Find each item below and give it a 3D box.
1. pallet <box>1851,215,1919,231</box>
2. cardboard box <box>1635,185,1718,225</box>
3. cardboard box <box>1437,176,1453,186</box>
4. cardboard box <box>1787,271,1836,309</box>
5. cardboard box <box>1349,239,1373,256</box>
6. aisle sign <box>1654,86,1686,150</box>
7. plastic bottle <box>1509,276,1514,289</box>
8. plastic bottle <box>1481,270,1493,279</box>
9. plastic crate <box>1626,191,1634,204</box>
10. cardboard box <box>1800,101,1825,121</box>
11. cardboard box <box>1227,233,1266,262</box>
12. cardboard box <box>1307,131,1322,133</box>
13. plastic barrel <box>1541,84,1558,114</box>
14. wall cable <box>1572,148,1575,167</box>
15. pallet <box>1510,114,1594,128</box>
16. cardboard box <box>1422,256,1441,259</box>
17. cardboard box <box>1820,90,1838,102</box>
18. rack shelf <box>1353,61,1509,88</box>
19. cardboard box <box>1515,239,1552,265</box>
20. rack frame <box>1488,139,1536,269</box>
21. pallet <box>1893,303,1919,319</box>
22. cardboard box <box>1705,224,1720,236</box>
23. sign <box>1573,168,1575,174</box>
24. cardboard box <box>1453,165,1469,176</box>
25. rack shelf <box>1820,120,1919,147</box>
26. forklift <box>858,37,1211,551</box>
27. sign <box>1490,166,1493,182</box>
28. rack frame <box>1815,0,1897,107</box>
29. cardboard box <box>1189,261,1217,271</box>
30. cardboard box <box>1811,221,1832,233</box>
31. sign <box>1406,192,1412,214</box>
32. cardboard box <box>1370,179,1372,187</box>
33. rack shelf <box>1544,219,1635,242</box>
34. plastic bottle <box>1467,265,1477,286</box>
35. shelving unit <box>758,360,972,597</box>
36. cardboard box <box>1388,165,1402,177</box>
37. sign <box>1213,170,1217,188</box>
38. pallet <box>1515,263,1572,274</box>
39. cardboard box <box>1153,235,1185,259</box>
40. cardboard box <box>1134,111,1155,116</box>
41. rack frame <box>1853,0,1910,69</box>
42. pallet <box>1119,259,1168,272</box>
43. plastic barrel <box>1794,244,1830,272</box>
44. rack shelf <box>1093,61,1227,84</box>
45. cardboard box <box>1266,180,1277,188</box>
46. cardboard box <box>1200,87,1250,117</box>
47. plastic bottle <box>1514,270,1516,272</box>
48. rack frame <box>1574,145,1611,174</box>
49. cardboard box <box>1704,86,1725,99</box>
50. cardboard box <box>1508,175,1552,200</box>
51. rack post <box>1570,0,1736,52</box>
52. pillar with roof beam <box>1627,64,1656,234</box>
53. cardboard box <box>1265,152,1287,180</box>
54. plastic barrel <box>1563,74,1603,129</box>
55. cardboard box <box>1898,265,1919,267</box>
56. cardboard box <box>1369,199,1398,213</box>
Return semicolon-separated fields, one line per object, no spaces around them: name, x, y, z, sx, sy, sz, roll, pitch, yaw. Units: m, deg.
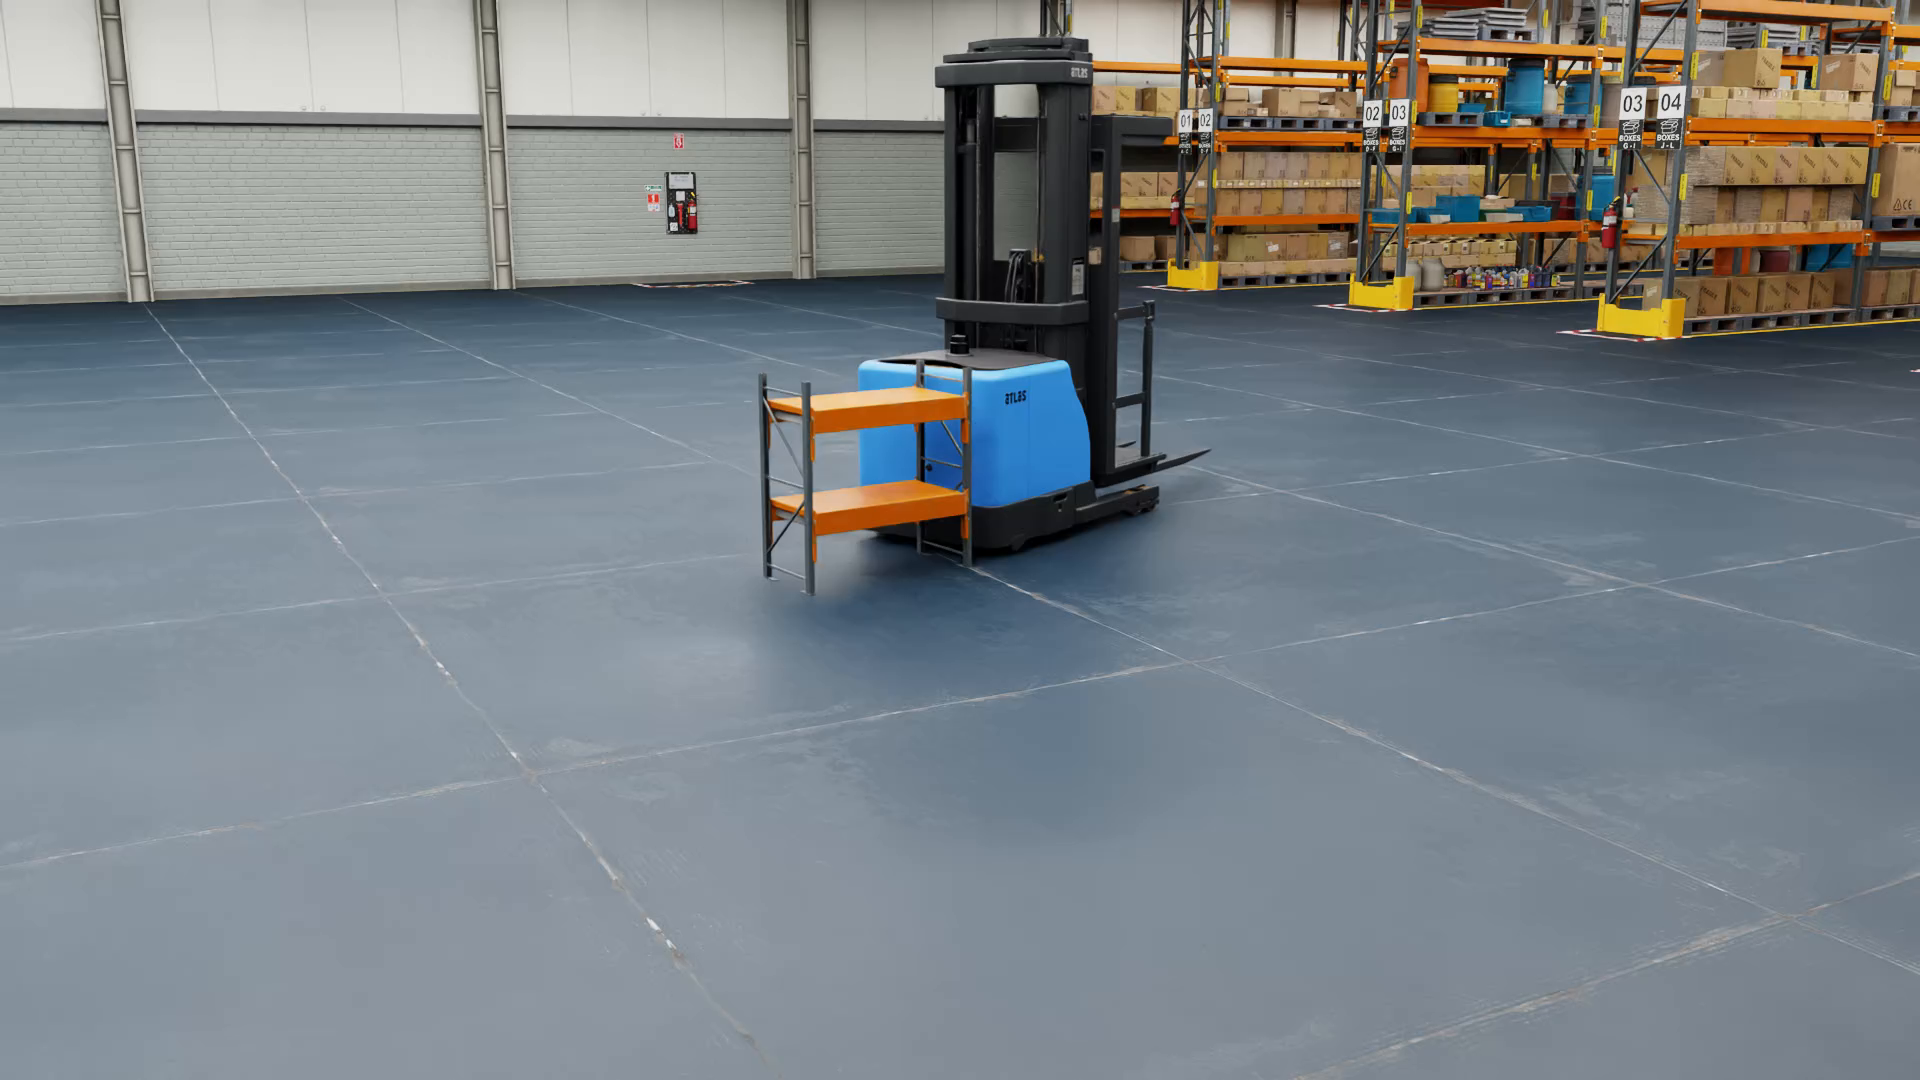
pallet;13.317;-4.615;24.134;1.213;0.211;1.003;-7;14;-28
cardboard box;9.561;-4.482;22.201;0.500;0.500;0.875;-7;14;-28
cardboard box;11.306;-8.361;39.393;0.500;0.500;0.500;-7;14;-28
cardboard box;12.206;-3.607;23.956;0.500;0.500;0.500;-7;15;-30
cardboard box;8.051;-5.801;32.994;0.500;0.311;0.500;-7;14;-28
aisle sign;9.155;-5.440;21.439;0.004;0.787;0.394;-7;14;-28
plastic bottle;9.089;-4.249;27.441;0.097;0.201;0.097;0;13;0
plastic bottle;8.850;-4.401;27.948;0.135;0.276;0.152;-7;14;-28
plastic crate;12.149;-5.952;29.491;0.583;0.464;0.402;-7;14;-28
cardboard box;11.393;-5.841;22.653;0.500;0.250;0.500;-7;14;-28
cardboard box;5.337;-5.441;30.964;0.500;0.500;0.500;-7;14;-28
cardboard box;7.785;-9.346;37.606;0.637;0.503;0.797;-5;14;-20
plastic barrel;9.731;-7.326;27.701;0.421;0.512;0.421;0;13;0
wall cable;16.660;-9.595;43.512;1.851;1.984;0.084;-7;14;-28
pallet;9.617;-6.887;27.392;1.003;0.211;1.213;-7;14;-28
cardboard box;9.209;-5.533;33.080;0.500;0.250;0.500;-7;15;-30
cardboard box;11.743;-6.064;22.735;0.250;0.149;0.380;-7;15;-30
rack shelf;9.589;-9.157;32.764;4.000;0.370;1.077;-7;14;-28
cardboard box;11.881;-5.975;34.429;0.500;0.500;0.500;-6;14;-25
rack frame;11.344;-6.987;34.235;0.127;3.000;1.000;-7;14;-28
pallet;14.331;-3.507;25.126;1.213;0.211;1.003;-7;14;-28
cardboard box;9.885;-4.143;22.172;0.250;0.149;0.380;-7;14;-28
sign;15.729;-9.351;42.589;0.005;0.325;0.100;-7;14;-28
cardboard box;11.737;-8.781;39.549;0.500;0.250;0.500;-6;14;-27
rack shelf;14.332;-5.979;24.565;4.000;0.370;1.077;-7;14;-28
forklift;0.647;-1.638;10.624;1.130;2.935;3.031;9;15;35
sign;11.076;-7.616;34.577;0.005;0.325;0.100;-7;14;-28
rack frame;12.576;-7.583;23.222;0.127;3.000;1.000;-7;14;-28
cardboard box;4.651;-5.122;31.255;0.500;0.250;0.500;-7;14;-28
cardboard box;11.890;-4.368;23.169;0.250;0.149;0.380;-7;14;-28
sign;6.952;-5.219;25.748;0.005;0.325;0.100;-7;14;-28
cardboard box;7.697;-6.861;31.972;0.250;0.149;0.380;-7;14;-28
rack shelf;11.959;-5.470;29.136;4.000;0.370;1.077;-7;14;-28
plastic bottle;8.594;-4.444;27.968;0.185;0.351;0.144;-6;14;-26
shelving unit;-0.505;-0.364;9.077;1.048;1.125;0.538;-9;15;-35
cardboard box;9.961;-8.565;38.590;0.500;0.250;0.500;-7;14;-29
sign;4.583;-6.498;29.913;0.005;0.325;0.100;-7;14;-28
pallet;12.018;-5.697;34.858;1.213;0.211;1.003;-7;14;-28
cardboard box;4.565;-6.398;36.312;0.500;0.500;0.500;-8;15;-32
cardboard box;3.761;-8.774;35.070;0.500;0.500;0.500;-6;14;-24
rack frame;17.225;-9.379;31.203;0.127;3.000;1.000;-7;14;-28
pallet;3.812;-5.953;35.993;1.213;0.211;1.003;-7;14;-28
plastic barrel;16.118;-5.505;31.475;0.708;0.901;0.600;-7;14;-28
rack shelf;3.701;-9.884;35.091;4.000;0.370;1.077;-7;14;-28
cardboard box;5.675;-6.619;30.896;0.250;0.149;0.380;-7;15;-30
cardboard box;4.829;-7.992;30.358;0.637;0.503;0.797;-6;14;-24
plastic bottle;9.252;-4.340;27.659;0.133;0.283;0.061;-7;14;-28
rack frame;15.989;-8.783;42.215;0.127;3.000;1.000;-7;14;-28
cardboard box;9.692;-5.813;21.623;0.250;0.149;0.380;-6;14;-27
cardboard box;11.843;-7.328;34.569;0.700;0.500;0.500;11;17;41
rack post;11.891;-8.859;28.435;3.121;1.000;1.013;-7;14;-28
pillar with roof beam;20.007;-11.330;39.872;0.548;9.000;9.100;-7;14;-28
cardboard box;5.686;-6.989;31.061;0.500;0.500;0.700;-7;14;-28
plastic barrel;10.546;-7.414;28.161;0.708;0.901;0.600;-7;14;-28
cardboard box;14.534;-3.876;25.105;0.500;0.500;0.700;-6;14;-23
cardboard box;8.244;-6.553;32.649;0.500;0.250;0.500;-6;14;-24
